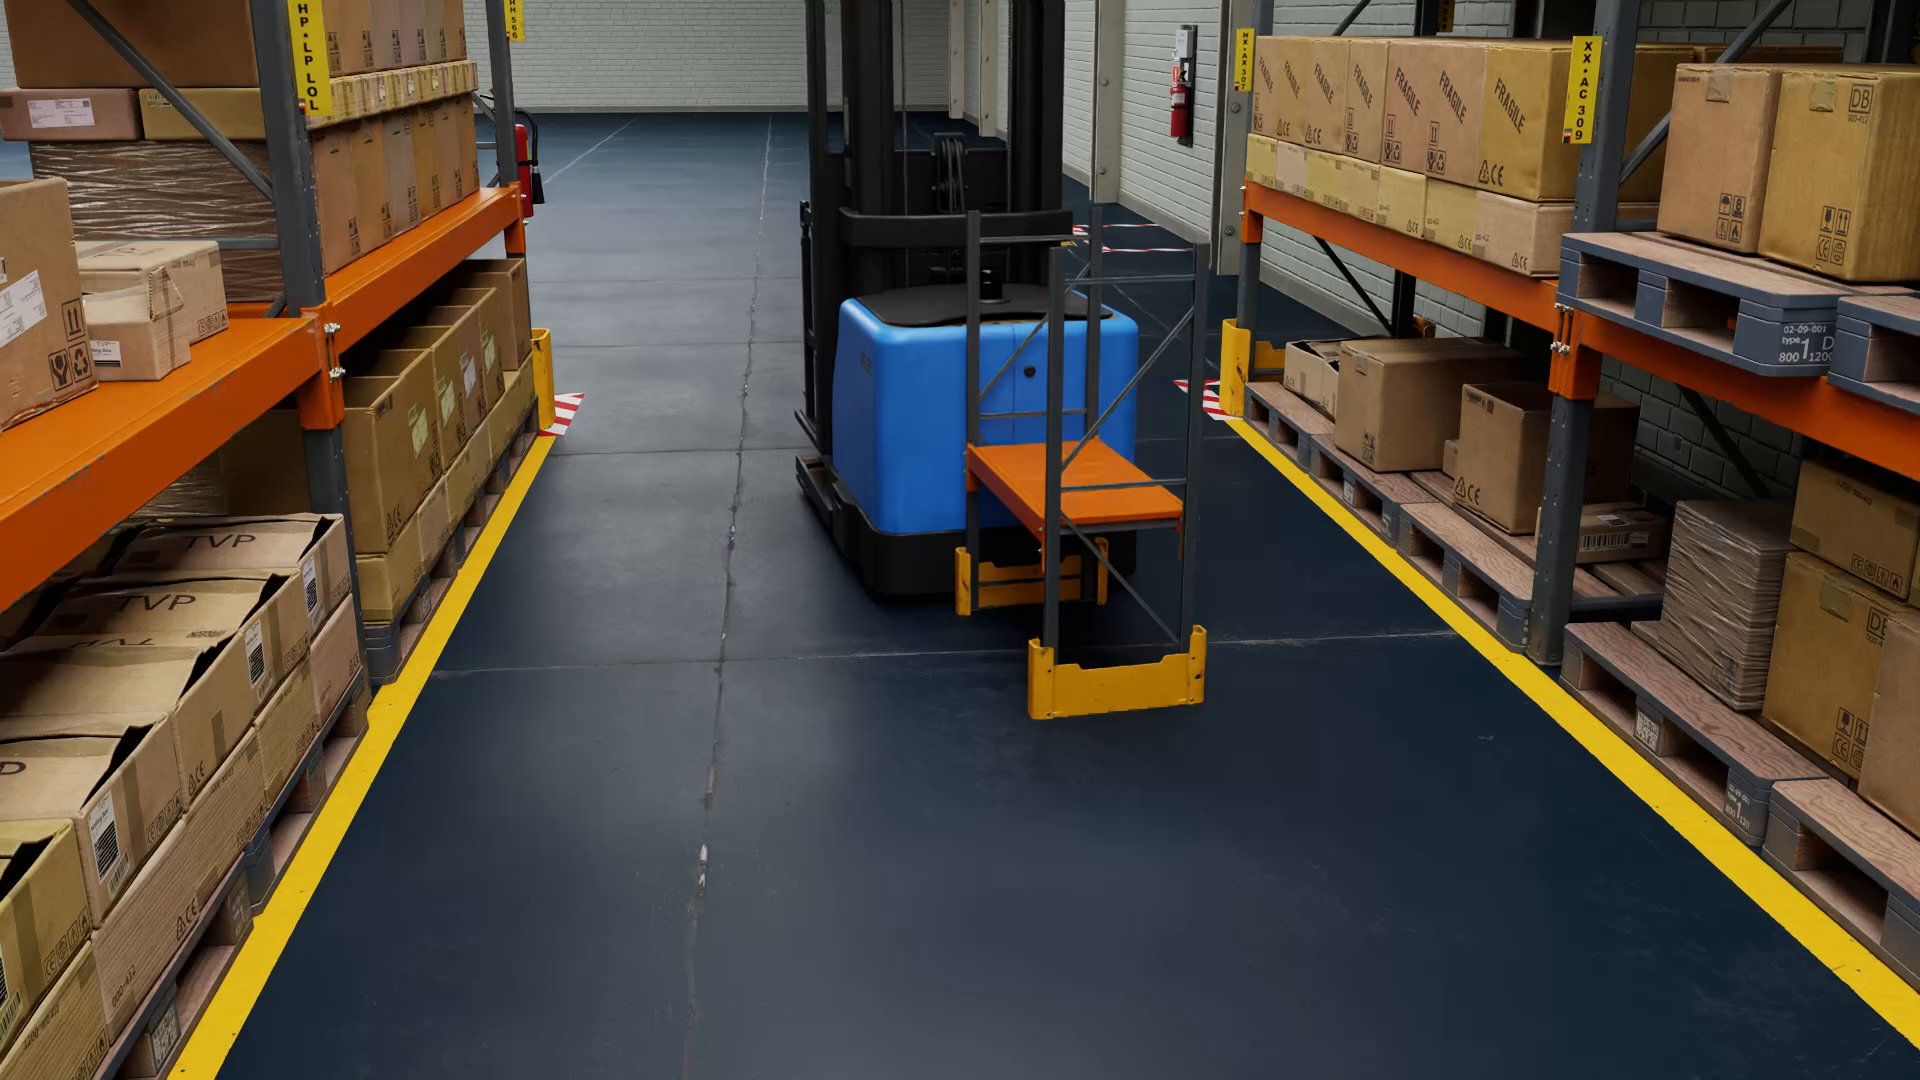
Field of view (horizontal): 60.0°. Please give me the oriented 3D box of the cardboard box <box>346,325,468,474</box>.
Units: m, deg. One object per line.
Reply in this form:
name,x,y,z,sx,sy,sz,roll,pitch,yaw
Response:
cardboard box,-2.268,-0.558,6.584,0.500,0.500,0.500,-2,18,-6

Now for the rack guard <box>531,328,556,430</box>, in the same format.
rack guard,-2.843,-0.872,9.120,1.175,0.500,0.348,-2,18,-6

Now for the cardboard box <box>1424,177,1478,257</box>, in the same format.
cardboard box,2.105,-1.238,6.331,0.500,0.250,0.500,-2,18,-5

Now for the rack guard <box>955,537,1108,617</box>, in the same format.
rack guard,0.273,0.139,6.317,0.587,0.250,0.087,-4,18,-13

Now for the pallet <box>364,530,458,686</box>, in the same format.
pallet,-2.468,0.226,6.104,1.003,0.211,1.213,-2,18,-6

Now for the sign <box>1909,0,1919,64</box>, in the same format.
sign,3.050,-1.591,5.303,0.100,0.325,0.005,-2,18,-6

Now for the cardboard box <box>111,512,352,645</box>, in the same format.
cardboard box,-2.101,0.090,4.836,0.500,0.311,0.500,-2,18,-6

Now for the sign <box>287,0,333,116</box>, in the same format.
sign,-1.889,-1.400,4.828,0.100,0.325,0.005,-2,18,-6

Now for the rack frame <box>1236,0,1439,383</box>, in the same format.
rack frame,2.086,-2.212,9.214,1.000,3.000,0.127,-2,18,-6

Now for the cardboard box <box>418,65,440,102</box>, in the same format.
cardboard box,-2.506,-1.999,7.288,0.380,0.149,0.250,-1,17,-4

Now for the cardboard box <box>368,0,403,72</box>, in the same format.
cardboard box,-2.636,-2.113,6.567,0.700,0.500,0.500,-2,18,-6

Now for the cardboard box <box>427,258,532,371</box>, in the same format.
cardboard box,-2.489,-1.153,8.480,0.500,0.500,0.500,-2,18,-6

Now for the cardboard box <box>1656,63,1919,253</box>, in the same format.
cardboard box,2.517,-1.125,4.851,0.700,0.500,0.500,-2,18,-5

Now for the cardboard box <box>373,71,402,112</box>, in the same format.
cardboard box,-2.427,-1.770,6.559,0.380,0.149,0.250,-2,18,-6

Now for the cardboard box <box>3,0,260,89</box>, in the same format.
cardboard box,-2.480,-1.665,5.138,0.700,0.500,0.500,-2,18,-5

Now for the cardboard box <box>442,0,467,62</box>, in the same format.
cardboard box,-2.800,-2.569,8.019,0.700,0.500,0.500,-2,18,-5

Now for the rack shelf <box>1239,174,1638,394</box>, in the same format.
rack shelf,2.292,-1.273,7.424,1.077,0.370,4.000,-2,18,-6

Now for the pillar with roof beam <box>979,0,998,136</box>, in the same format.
pillar with roof beam,-3.739,-11.910,30.089,9.100,9.000,0.400,-2,18,-6

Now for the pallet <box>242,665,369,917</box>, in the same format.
pallet,-2.313,0.683,4.649,1.003,0.211,1.213,-2,18,-6

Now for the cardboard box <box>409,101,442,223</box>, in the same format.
cardboard box,-2.701,-1.661,7.294,0.700,0.500,0.500,-2,18,-5

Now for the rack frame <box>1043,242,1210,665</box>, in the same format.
rack frame,0.511,-0.167,5.206,0.500,1.500,0.032,-4,18,-13

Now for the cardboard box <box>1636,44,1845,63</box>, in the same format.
cardboard box,2.658,-1.462,5.792,0.500,0.500,0.500,-2,18,-7

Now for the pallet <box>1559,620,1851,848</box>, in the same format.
pallet,2.581,0.542,5.097,1.003,0.211,1.213,-2,18,-6

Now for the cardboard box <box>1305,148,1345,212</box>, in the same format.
cardboard box,1.935,-1.688,7.764,0.500,0.250,0.500,-2,18,-7

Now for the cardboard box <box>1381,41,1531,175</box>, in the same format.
cardboard box,2.044,-1.746,6.696,0.500,0.500,0.500,-2,18,-7

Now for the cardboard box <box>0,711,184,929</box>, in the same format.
cardboard box,-1.944,0.543,3.392,0.500,0.311,0.500,-2,18,-6

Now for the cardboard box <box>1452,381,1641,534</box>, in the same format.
cardboard box,2.352,-0.345,6.708,0.500,0.500,0.500,-3,18,-10

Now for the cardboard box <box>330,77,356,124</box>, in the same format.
cardboard box,-2.346,-1.539,5.821,0.380,0.149,0.250,-2,18,-6

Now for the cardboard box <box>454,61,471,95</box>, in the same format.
cardboard box,-2.583,-2.229,8.019,0.380,0.149,0.250,-1,17,-4

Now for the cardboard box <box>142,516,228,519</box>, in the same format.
cardboard box,-2.735,-0.035,6.170,0.500,0.250,0.500,-2,18,-6

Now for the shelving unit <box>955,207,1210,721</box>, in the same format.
shelving unit,0.392,-0.313,5.669,0.587,1.500,1.083,-4,18,-13

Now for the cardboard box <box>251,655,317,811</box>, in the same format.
cardboard box,-2.047,0.511,4.431,0.500,0.250,0.500,-2,18,-6

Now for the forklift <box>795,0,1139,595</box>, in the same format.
forklift,-0.158,-1.591,7.352,1.130,2.935,3.031,-4,18,-13

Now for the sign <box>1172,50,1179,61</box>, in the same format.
sign,2.220,-4.991,17.123,0.001,0.109,0.331,-2,18,-6

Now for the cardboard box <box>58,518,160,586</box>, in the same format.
cardboard box,-2.633,0.109,4.775,0.500,0.311,0.500,-2,18,-5

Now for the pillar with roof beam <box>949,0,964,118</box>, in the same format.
pillar with roof beam,-4.357,-13.697,35.783,9.100,9.000,0.400,-2,18,-6

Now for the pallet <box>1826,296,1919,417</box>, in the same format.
pallet,2.666,-0.325,3.525,1.003,0.211,1.213,-2,18,-6

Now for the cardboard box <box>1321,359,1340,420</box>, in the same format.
cardboard box,2.127,-0.760,8.345,0.500,0.311,0.500,0,17,-1

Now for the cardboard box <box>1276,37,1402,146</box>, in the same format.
cardboard box,1.878,-2.208,8.169,0.500,0.500,0.500,-2,18,-5

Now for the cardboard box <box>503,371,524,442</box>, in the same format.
cardboard box,-2.428,-0.647,8.119,0.500,0.250,0.500,-2,18,-6

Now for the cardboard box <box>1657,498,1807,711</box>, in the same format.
cardboard box,2.591,0.182,5.030,0.700,0.500,0.500,-1,17,-4

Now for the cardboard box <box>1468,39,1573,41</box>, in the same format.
cardboard box,2.498,-1.919,7.248,0.500,0.500,0.500,-2,17,-5

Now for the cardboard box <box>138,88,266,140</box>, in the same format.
cardboard box,-2.263,-1.309,5.089,0.380,0.149,0.250,-2,18,-6

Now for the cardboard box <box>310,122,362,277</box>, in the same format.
cardboard box,-2.541,-1.202,5.833,0.700,0.500,0.500,-2,18,-6

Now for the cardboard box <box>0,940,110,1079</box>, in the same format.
cardboard box,-1.890,0.968,2.976,0.500,0.250,0.500,-2,18,-7

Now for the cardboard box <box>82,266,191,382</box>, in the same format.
cardboard box,-2.155,-0.545,4.131,0.396,0.266,0.258,-2,18,-7

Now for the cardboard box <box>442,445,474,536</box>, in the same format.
cardboard box,-2.267,-0.200,6.696,0.500,0.250,0.500,-2,18,-6

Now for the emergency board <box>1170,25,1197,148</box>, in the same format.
emergency board,2.183,-4.555,16.678,0.194,1.169,0.643,-2,18,-6
